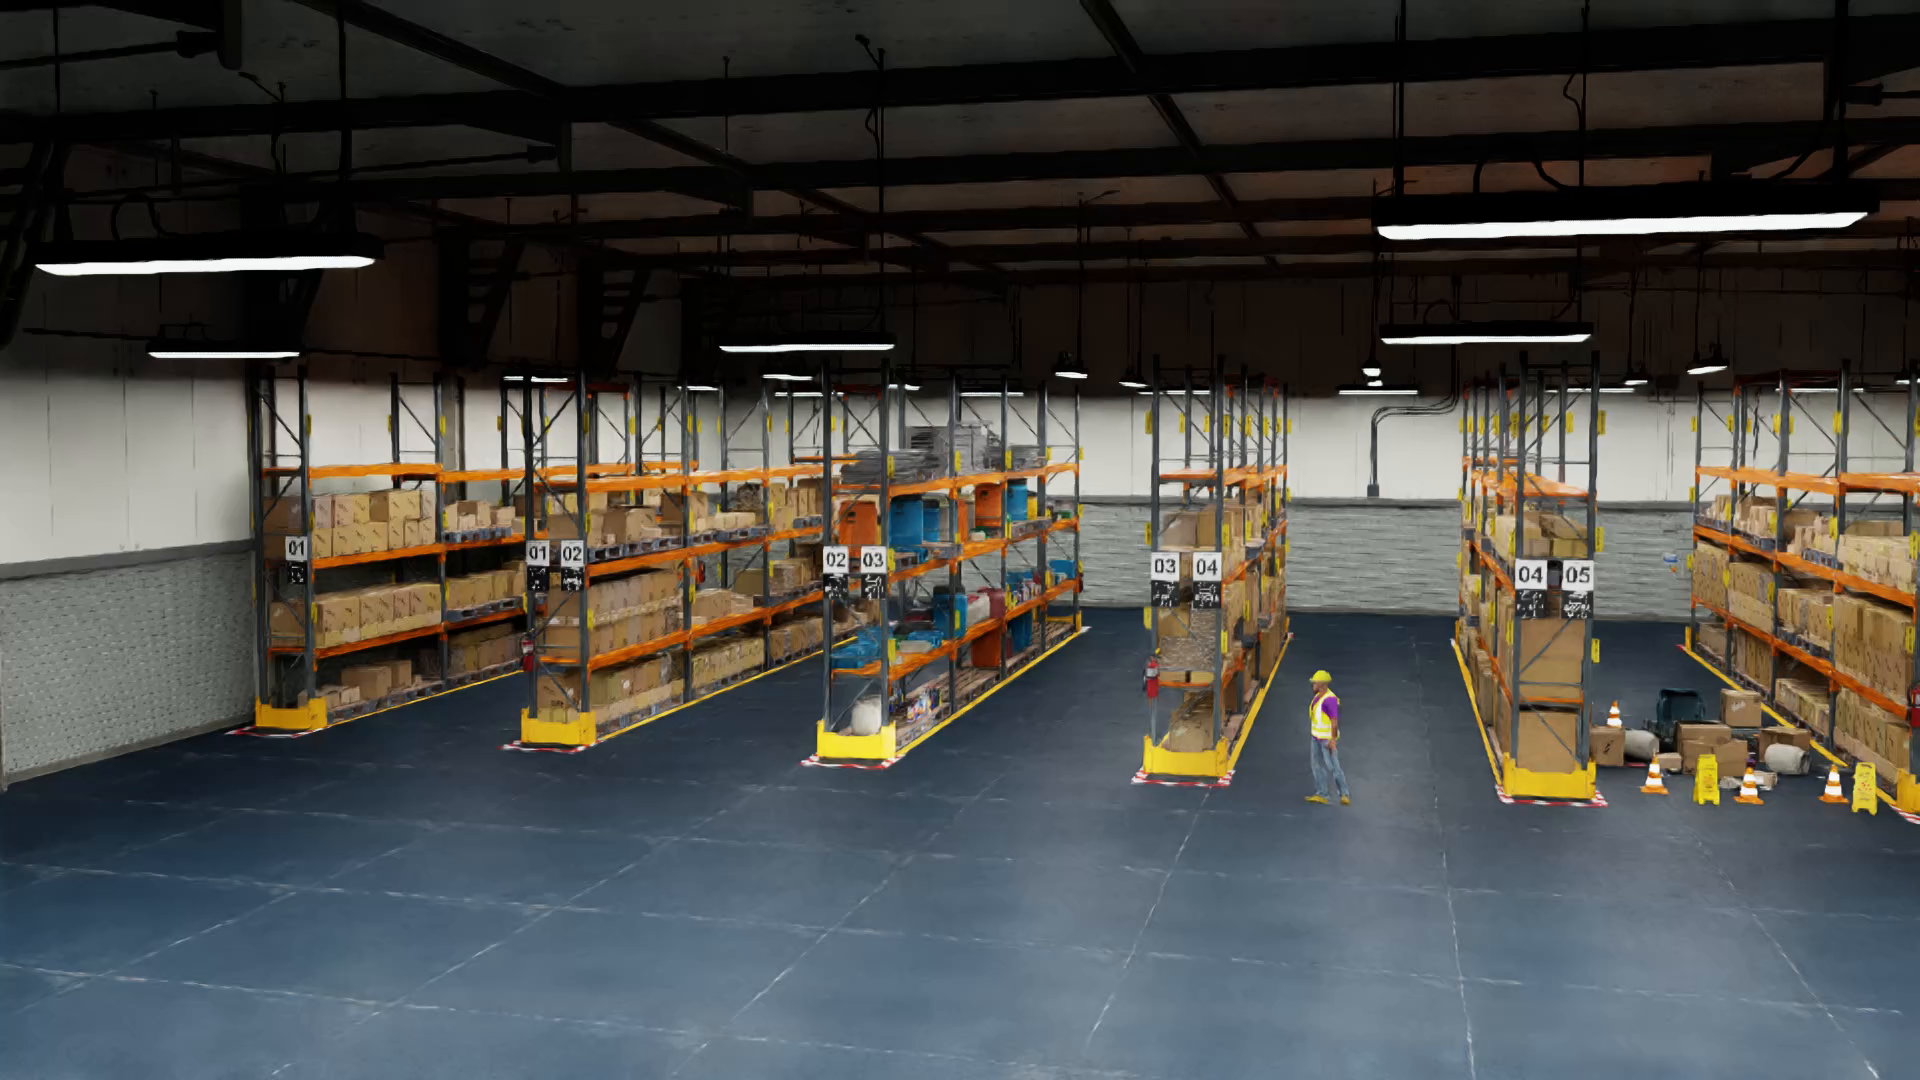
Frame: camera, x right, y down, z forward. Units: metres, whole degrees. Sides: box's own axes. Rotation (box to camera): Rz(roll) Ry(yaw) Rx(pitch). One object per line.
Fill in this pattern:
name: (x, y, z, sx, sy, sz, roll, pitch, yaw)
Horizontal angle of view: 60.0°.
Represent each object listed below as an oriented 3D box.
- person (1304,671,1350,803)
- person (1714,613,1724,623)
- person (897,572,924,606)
person: (4.886, 2.611, 22.074, 0.541, 1.760, 0.661, -1, 4, -12)
person: (17.988, 1.418, 39.151, 0.682, 1.768, 0.697, -1, 4, -8)
person: (-1.369, 0.943, 46.162, 0.722, 1.764, 0.513, -2, 5, -30)
